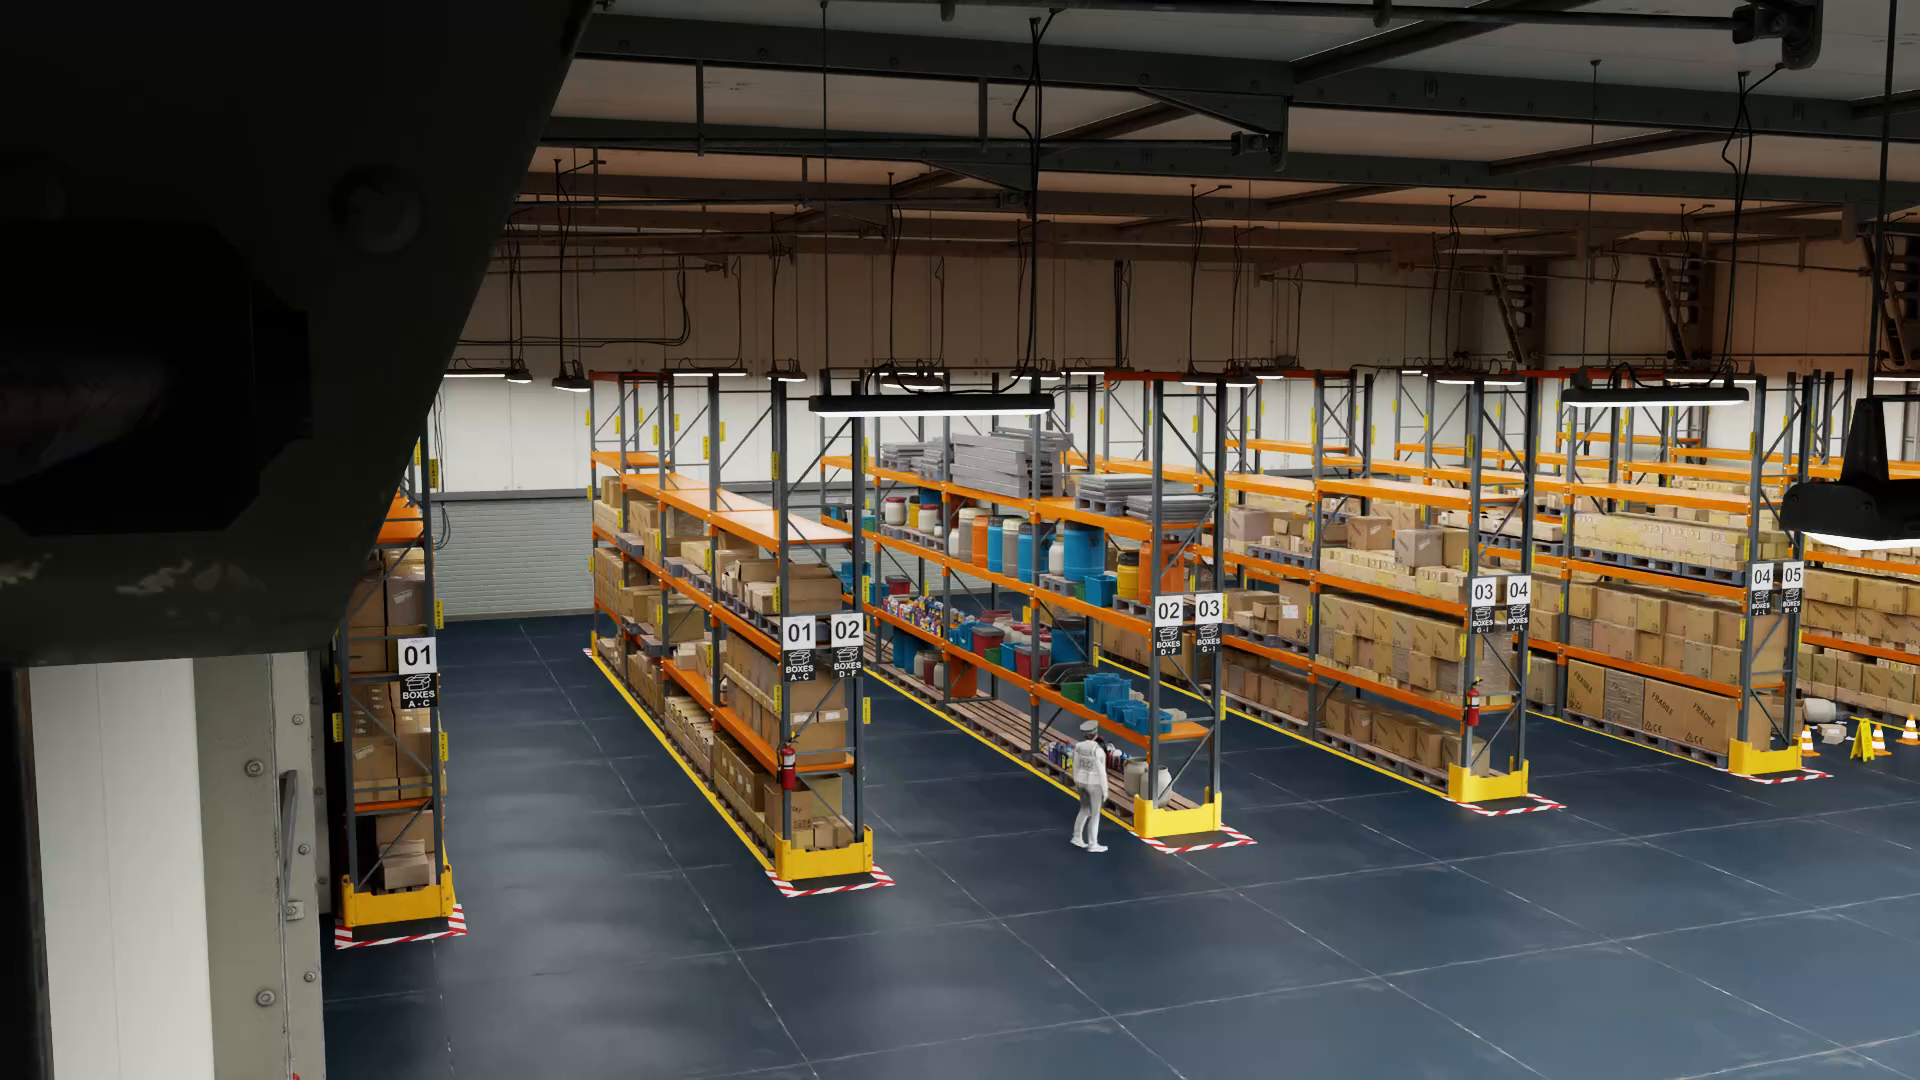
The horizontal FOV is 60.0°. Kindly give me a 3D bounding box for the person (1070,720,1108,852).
[{"bbox_3d":[1.677,3.157,21.229,0.345,1.726,0.566,-5,8,-40],"label":"person"}]

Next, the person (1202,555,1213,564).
[{"bbox_3d":[6.334,0.682,42.606,0.564,1.766,0.671,3,7,27],"label":"person"}]

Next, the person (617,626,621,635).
[{"bbox_3d":[-7.329,1.380,36.476,0.482,1.778,0.599,-1,6,-11],"label":"person"}]
